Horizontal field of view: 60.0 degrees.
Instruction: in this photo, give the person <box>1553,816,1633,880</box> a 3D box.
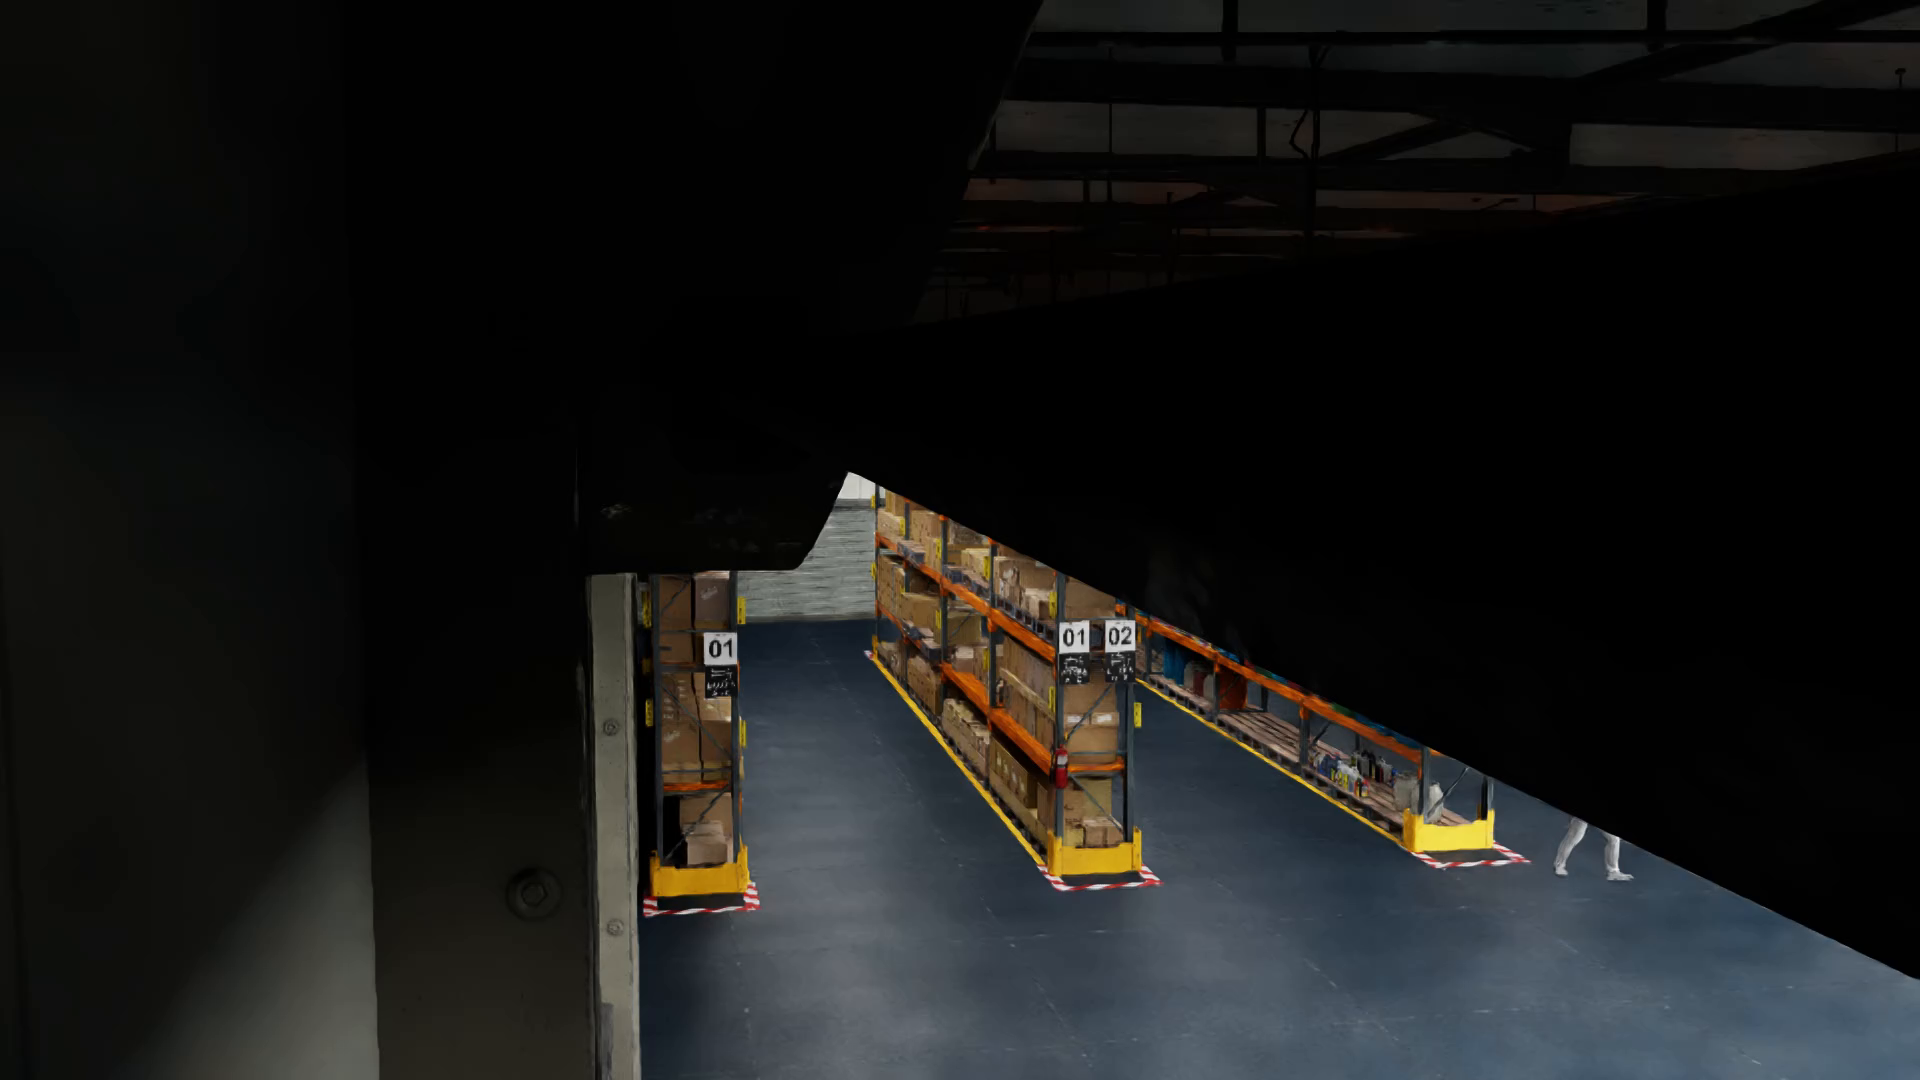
[{"bbox_3d":[7.828,3.365,20.633,0.708,1.703,0.843,-3,7,-28],"label":"person"}]
